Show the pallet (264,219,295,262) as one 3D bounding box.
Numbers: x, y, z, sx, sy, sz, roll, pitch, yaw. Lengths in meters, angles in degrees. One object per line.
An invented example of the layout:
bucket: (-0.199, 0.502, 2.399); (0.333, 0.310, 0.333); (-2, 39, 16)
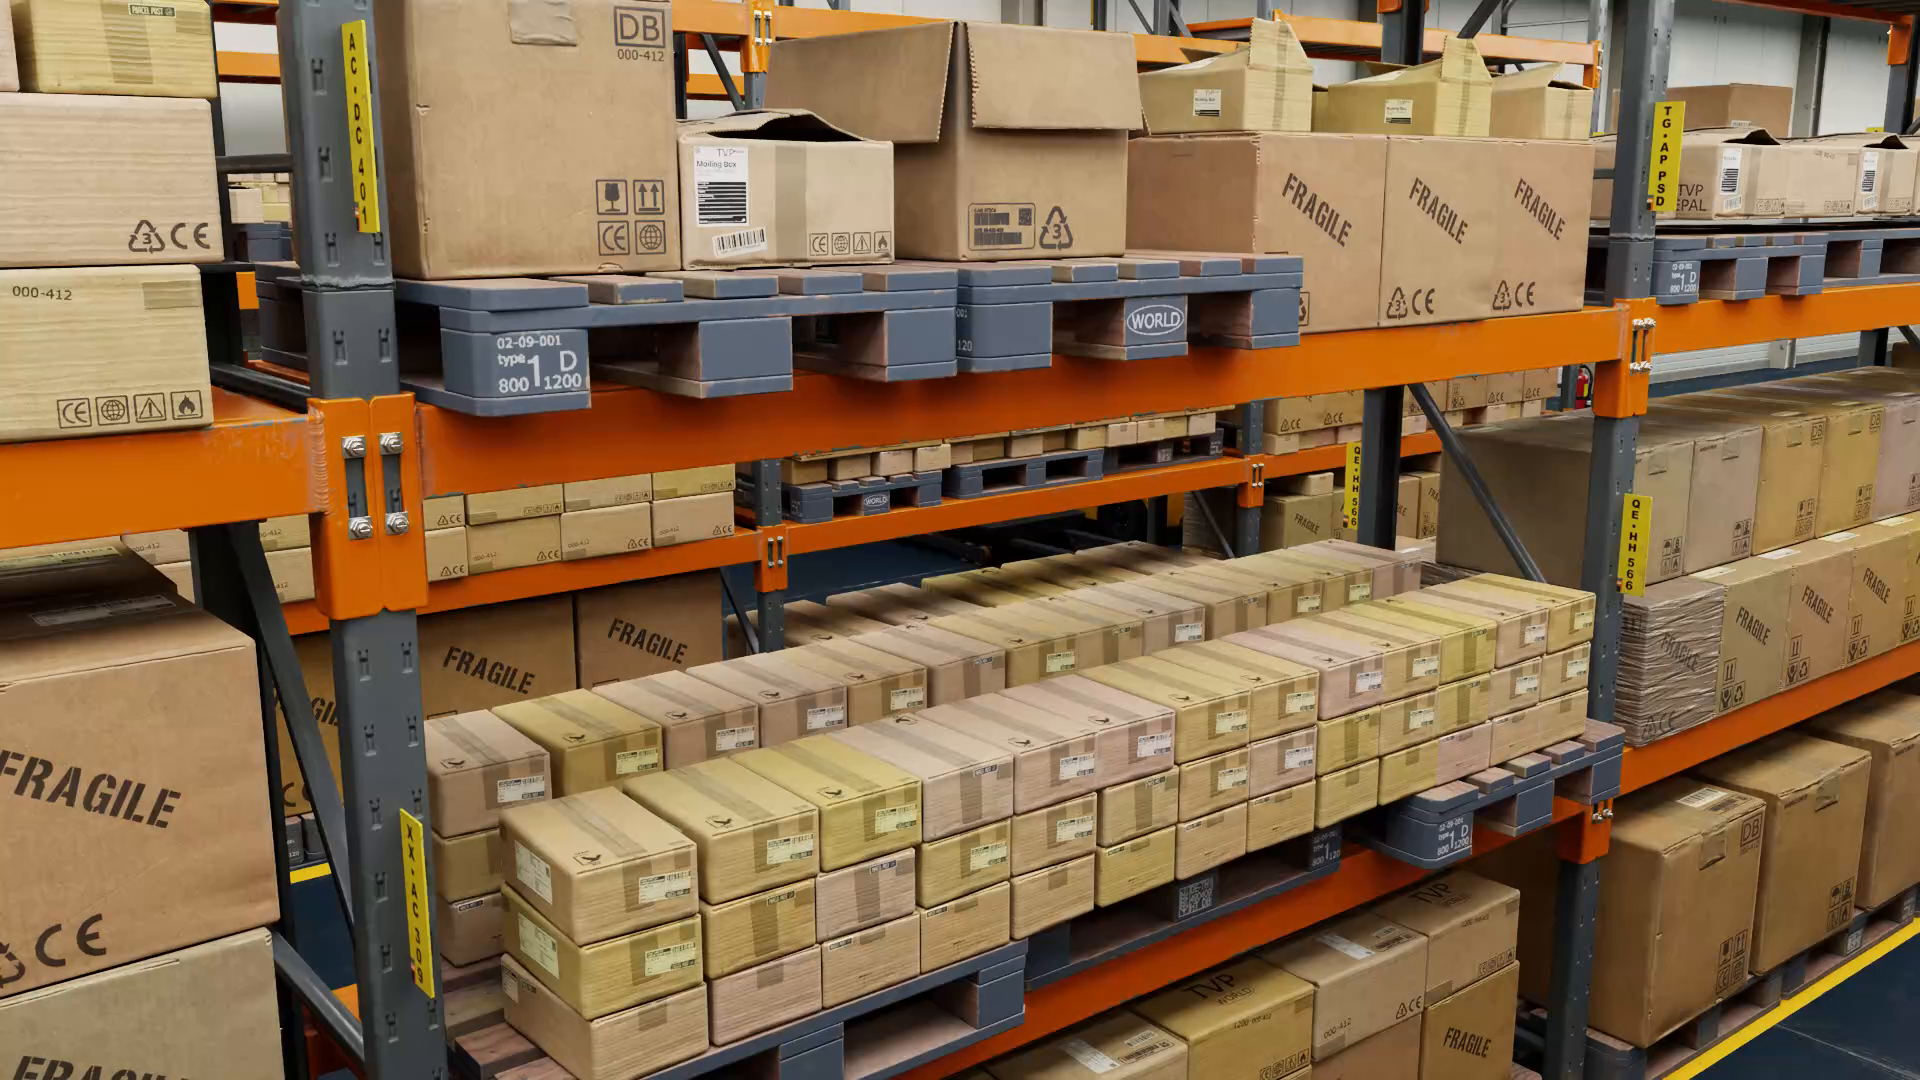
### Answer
pallet: (-2.692, -1.469, 8.182); (1.213, 0.211, 1.003); (-9, 15, -35)

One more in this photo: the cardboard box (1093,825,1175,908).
cardboard box: (0.308, 0.747, 4.104); (0.250, 0.149, 0.380); (-10, 15, -39)

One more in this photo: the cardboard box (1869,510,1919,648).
cardboard box: (3.914, 0.132, 7.167); (0.500, 0.500, 0.500); (-9, 15, -37)

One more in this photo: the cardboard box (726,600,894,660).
cardboard box: (-0.903, 0.676, 10.160); (0.625, 0.372, 0.950); (-11, 16, -41)

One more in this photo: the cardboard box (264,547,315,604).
cardboard box: (-3.152, 0.115, 7.850); (0.500, 0.250, 0.500); (-10, 15, -38)

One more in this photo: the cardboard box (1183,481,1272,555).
cardboard box: (2.067, -0.199, 12.768); (0.500, 0.500, 0.500); (-10, 15, -38)

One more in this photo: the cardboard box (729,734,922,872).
cardboard box: (-0.292, 0.556, 3.569); (0.250, 0.149, 0.380); (-9, 15, -37)

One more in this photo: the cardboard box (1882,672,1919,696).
cardboard box: (4.516, 0.929, 8.060); (0.750, 0.750, 1.050); (-10, 15, -38)

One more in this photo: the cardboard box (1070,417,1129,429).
cardboard box: (0.762, -1.023, 10.880); (0.500, 0.500, 0.500); (-9, 15, -36)

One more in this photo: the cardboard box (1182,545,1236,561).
cardboard box: (2.067, 0.168, 12.846); (0.500, 0.250, 0.500); (-9, 15, -35)

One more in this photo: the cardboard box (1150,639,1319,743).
cardboard box: (0.713, 0.389, 4.356); (0.250, 0.149, 0.380); (-9, 15, -35)

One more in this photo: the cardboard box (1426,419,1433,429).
cardboard box: (3.532, -0.969, 13.197); (0.250, 0.149, 0.380); (-9, 15, -38)

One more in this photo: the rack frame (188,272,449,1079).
rack frame: (-1.303, 0.977, 3.430); (0.127, 3.000, 1.000); (-9, 15, -38)

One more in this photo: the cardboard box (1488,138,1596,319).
cardboard box: (1.533, -0.943, 5.009); (0.500, 0.500, 0.500); (-9, 15, -38)

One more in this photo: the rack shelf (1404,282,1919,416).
rack shelf: (3.382, -0.917, 6.859); (4.000, 0.370, 1.077); (-9, 15, -38)

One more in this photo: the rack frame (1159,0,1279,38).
rack frame: (1.773, -3.786, 11.414); (0.127, 3.000, 1.000); (-9, 15, -38)

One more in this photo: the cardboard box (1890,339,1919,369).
cardboard box: (5.254, -0.705, 8.390); (0.550, 0.550, 0.875); (-9, 15, -38)

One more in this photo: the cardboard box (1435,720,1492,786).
cardboard box: (1.327, 0.579, 4.896); (0.250, 0.149, 0.380); (-9, 15, -37)

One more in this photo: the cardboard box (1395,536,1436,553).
cardboard box: (2.908, 0.286, 10.877); (0.500, 0.500, 0.500); (-9, 15, -38)

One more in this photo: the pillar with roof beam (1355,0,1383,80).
pillar with roof beam: (8.060, -5.246, 18.289); (0.400, 9.000, 9.100); (-9, 15, -38)

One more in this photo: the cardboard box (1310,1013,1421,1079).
cardboard box: (1.062, 1.669, 5.174); (0.500, 0.500, 0.500); (-9, 15, -35)

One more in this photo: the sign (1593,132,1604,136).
sign: (5.227, -3.178, 13.642); (0.005, 0.325, 0.100); (-9, 15, -38)

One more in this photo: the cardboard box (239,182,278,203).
cardboard box: (-5.183, -2.541, 12.175); (0.250, 0.149, 0.380); (-9, 15, -38)

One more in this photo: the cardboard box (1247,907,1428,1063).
cardboard box: (1.063, 1.307, 5.077); (0.500, 0.250, 0.500); (-9, 15, -37)

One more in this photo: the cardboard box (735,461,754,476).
cardboard box: (-1.242, -0.495, 9.956); (0.250, 0.149, 0.380); (-9, 15, -36)

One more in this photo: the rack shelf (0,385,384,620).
rack shelf: (-2.865, 0.121, 1.971); (4.000, 0.370, 1.077); (-9, 15, -38)

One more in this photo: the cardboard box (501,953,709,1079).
cardboard box: (-0.708, 0.917, 3.301); (0.250, 0.149, 0.380); (-10, 16, -40)

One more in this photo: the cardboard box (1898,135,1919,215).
cardboard box: (3.713, -1.476, 6.723); (0.500, 0.311, 0.500); (-10, 16, -40)

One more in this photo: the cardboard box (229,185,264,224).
cardboard box: (-3.267, -1.479, 7.324); (0.250, 0.166, 0.380); (-11, 16, -41)

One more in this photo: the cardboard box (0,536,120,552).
cardboard box: (-3.954, 0.004, 7.166); (0.500, 0.250, 0.500); (-10, 16, -39)

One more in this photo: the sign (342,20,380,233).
sign: (-0.958, -0.657, 2.655); (0.005, 0.325, 0.100); (-9, 15, -38)

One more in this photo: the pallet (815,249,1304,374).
pallet: (0.054, -0.597, 4.070); (1.003, 0.211, 1.213); (-9, 15, -38)

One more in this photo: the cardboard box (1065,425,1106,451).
cardboard box: (0.738, -0.692, 10.882); (0.250, 0.149, 0.380); (-9, 15, -38)

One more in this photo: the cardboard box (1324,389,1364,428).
cardboard box: (2.668, -1.127, 12.377); (0.500, 0.500, 0.500); (-10, 15, -38)

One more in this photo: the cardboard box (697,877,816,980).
cardboard box: (-0.507, 0.738, 3.430); (0.250, 0.149, 0.380); (-10, 15, -39)

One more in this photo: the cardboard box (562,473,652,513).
cardboard box: (-1.968, -0.332, 8.751); (0.500, 0.250, 0.500); (-10, 16, -39)

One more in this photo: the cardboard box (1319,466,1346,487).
cardboard box: (2.937, -0.502, 12.635); (0.250, 0.149, 0.380); (-9, 15, -35)

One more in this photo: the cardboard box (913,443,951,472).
cardboard box: (-0.269, -0.518, 10.064); (0.250, 0.149, 0.380); (-9, 15, -37)

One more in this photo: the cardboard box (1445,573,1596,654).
cardboard box: (1.724, 0.222, 5.145); (0.250, 0.149, 0.380); (-10, 16, -40)

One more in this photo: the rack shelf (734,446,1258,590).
rack shelf: (0.211, -0.240, 10.890); (4.000, 0.370, 1.077); (-9, 15, -38)

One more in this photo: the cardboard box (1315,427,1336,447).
cardboard box: (2.572, -0.798, 12.391); (0.250, 0.149, 0.380); (-10, 15, -38)

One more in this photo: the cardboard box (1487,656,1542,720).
cardboard box: (1.512, 0.402, 5.011); (0.250, 0.149, 0.380); (-9, 15, -36)

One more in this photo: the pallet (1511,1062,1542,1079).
pallet: (1.210, 1.923, 5.687); (1.213, 0.211, 1.003); (-9, 15, -38)

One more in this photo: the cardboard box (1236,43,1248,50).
cardboard box: (0.755, -1.319, 4.935); (0.258, 0.266, 0.396); (-9, 15, -38)

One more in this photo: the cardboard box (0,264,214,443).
cardboard box: (-1.517, -0.310, 2.627); (0.500, 0.250, 0.500); (-9, 15, -36)

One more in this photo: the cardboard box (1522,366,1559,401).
cardboard box: (4.645, -1.450, 13.898); (0.500, 0.500, 0.500); (-10, 15, -39)

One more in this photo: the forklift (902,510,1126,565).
forklift: (0.396, -1.333, 14.473); (1.130, 2.935, 3.031); (-10, 15, -38)

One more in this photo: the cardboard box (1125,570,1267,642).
cardboard box: (0.729, 0.213, 5.186); (0.250, 0.149, 0.380); (-10, 16, -40)

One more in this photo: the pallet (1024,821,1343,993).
pallet: (0.300, 0.815, 4.653); (1.213, 0.211, 1.003); (-9, 15, -38)

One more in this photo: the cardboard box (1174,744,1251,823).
cardboard box: (0.512, 0.569, 4.228); (0.250, 0.149, 0.380); (-10, 15, -39)

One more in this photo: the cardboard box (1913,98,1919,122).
cardboard box: (5.031, -2.150, 8.363); (0.250, 0.149, 0.380); (-10, 15, -38)

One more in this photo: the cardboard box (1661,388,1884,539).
cardboard box: (3.370, -0.336, 6.964); (0.500, 0.500, 0.700); (-10, 15, -38)

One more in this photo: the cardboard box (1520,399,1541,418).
cardboard box: (4.609, -1.113, 13.876); (0.250, 0.149, 0.380); (-10, 15, -38)

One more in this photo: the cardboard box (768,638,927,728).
cardboard box: (-0.300, 0.386, 4.374); (0.250, 0.149, 0.380); (-10, 16, -39)

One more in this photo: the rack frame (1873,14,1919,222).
rack frame: (4.944, -2.996, 7.695); (0.127, 3.000, 1.000); (-9, 15, -38)
